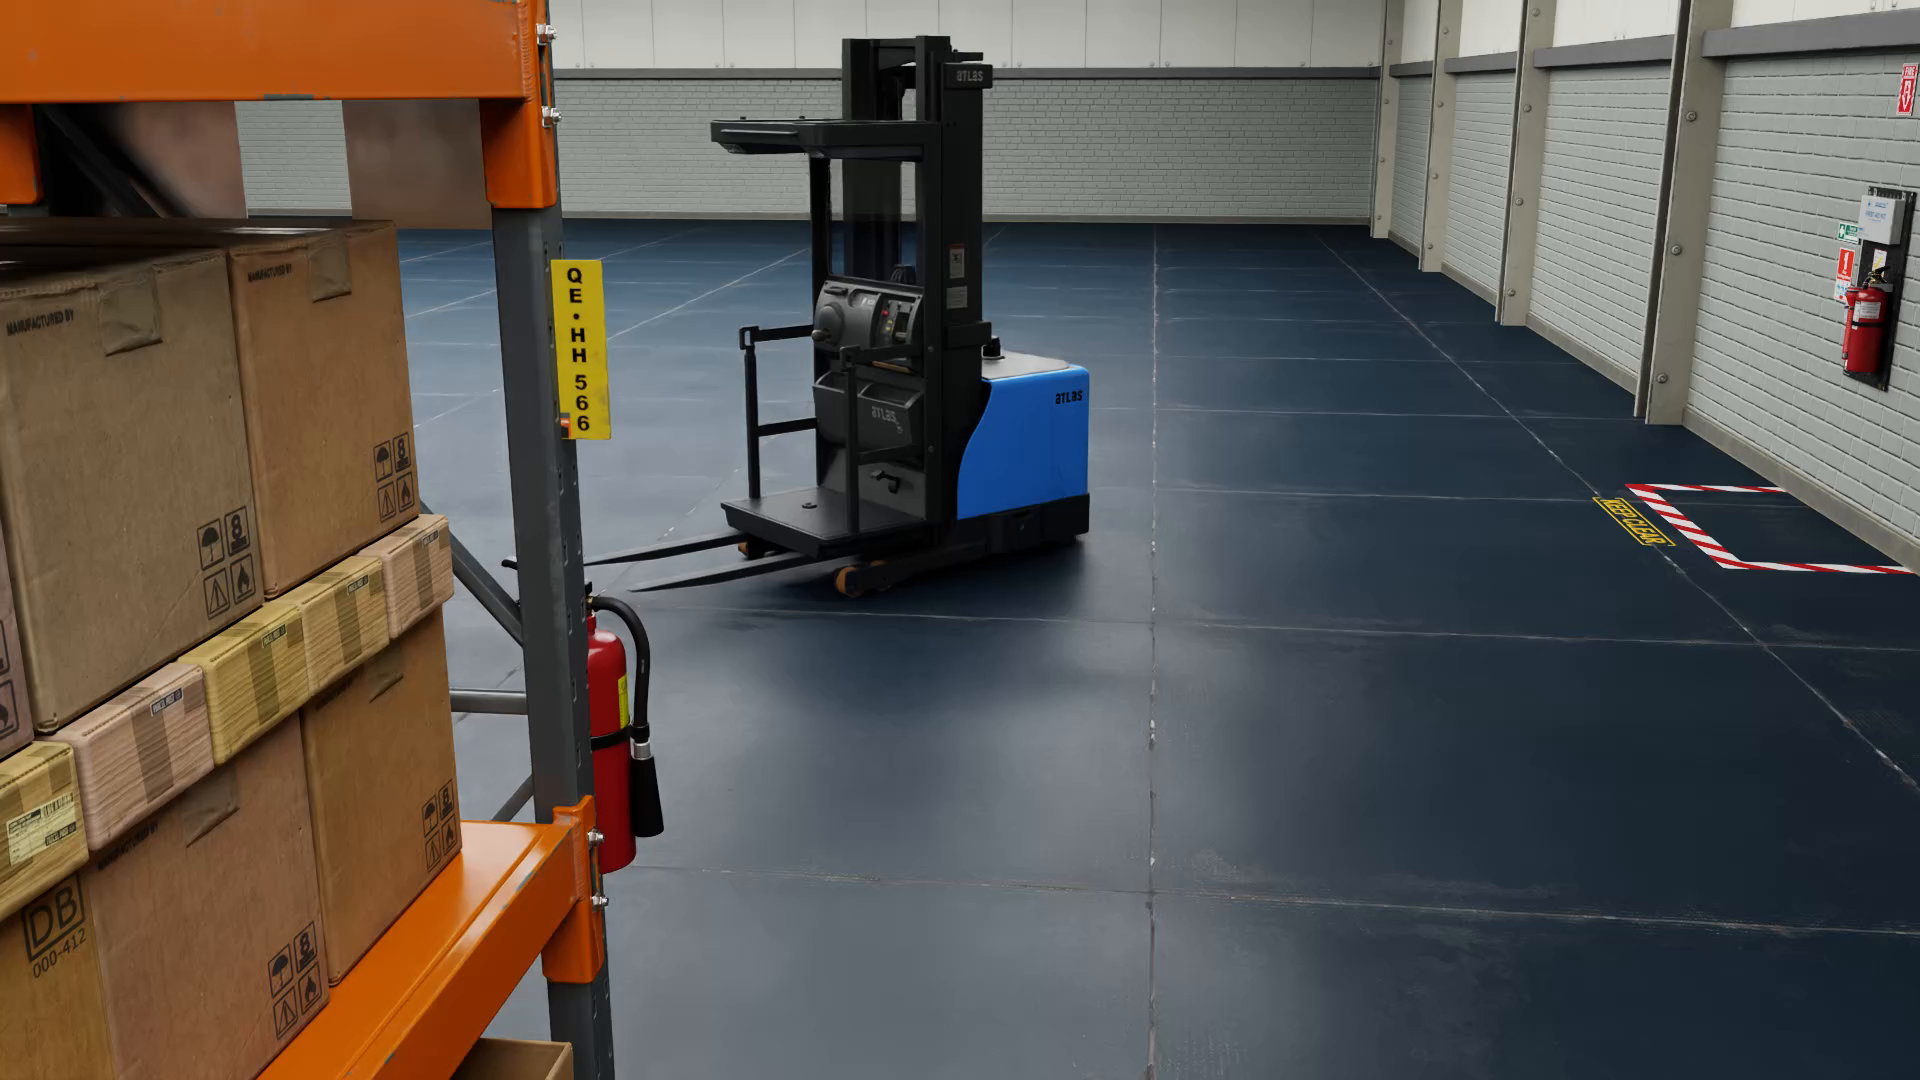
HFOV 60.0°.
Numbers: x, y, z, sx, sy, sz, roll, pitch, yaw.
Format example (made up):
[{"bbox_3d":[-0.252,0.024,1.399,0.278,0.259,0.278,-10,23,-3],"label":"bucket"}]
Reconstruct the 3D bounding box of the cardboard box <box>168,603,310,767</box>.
[{"bbox_3d":[-1.137,0.189,2.283,0.380,0.149,0.250,1,15,5],"label":"cardboard box"}]

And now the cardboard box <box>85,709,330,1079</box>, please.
[{"bbox_3d":[-1.346,0.520,2.301,0.700,0.500,0.500,2,15,8],"label":"cardboard box"}]

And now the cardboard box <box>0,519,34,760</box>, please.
[{"bbox_3d":[-1.407,0.038,1.596,0.700,0.500,0.500,2,15,6],"label":"cardboard box"}]

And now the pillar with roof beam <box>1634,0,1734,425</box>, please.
[{"bbox_3d":[1.553,-5.472,13.159,9.100,9.000,0.400,2,15,6],"label":"pillar with roof beam"}]

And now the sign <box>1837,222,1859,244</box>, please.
[{"bbox_3d":[5.626,-1.945,10.526,0.001,0.109,0.331,2,15,6],"label":"sign"}]

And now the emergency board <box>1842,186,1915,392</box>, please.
[{"bbox_3d":[5.471,-1.533,10.084,0.194,1.169,0.643,2,15,6],"label":"emergency board"}]

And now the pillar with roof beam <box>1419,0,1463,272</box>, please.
[{"bbox_3d":[2.908,-8.584,24.669,9.100,9.000,0.400,2,15,6],"label":"pillar with roof beam"}]

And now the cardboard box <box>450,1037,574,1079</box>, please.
[{"bbox_3d":[-0.991,1.222,2.924,0.500,0.500,0.500,2,15,6],"label":"cardboard box"}]

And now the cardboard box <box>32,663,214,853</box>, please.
[{"bbox_3d":[-1.167,0.254,2.042,0.380,0.149,0.250,2,15,7],"label":"cardboard box"}]

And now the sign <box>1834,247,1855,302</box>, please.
[{"bbox_3d":[5.636,-1.690,10.598,0.001,0.329,0.234,2,15,6],"label":"sign"}]

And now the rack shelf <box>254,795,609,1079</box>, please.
[{"bbox_3d":[-1.452,1.177,1.440,1.077,0.370,4.000,2,15,6],"label":"rack shelf"}]

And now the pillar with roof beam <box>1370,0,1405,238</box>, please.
[{"bbox_3d":[3.585,-10.140,30.424,9.100,9.000,0.400,2,15,6],"label":"pillar with roof beam"}]

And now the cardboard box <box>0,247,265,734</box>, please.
[{"bbox_3d":[-1.351,-0.092,2.080,0.700,0.500,0.500,1,15,5],"label":"cardboard box"}]

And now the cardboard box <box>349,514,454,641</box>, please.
[{"bbox_3d":[-1.080,0.055,2.779,0.380,0.149,0.250,1,15,5],"label":"cardboard box"}]

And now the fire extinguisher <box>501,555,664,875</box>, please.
[{"bbox_3d":[-0.751,0.332,3.337,0.296,0.674,0.183,2,15,6],"label":"fire extinguisher"}]

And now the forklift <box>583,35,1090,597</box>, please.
[{"bbox_3d":[-0.680,-1.259,9.202,3.031,2.935,1.130,-12,19,-37],"label":"forklift"}]

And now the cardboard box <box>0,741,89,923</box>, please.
[{"bbox_3d":[-1.197,0.322,1.790,0.380,0.149,0.250,2,15,8],"label":"cardboard box"}]

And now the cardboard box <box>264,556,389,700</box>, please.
[{"bbox_3d":[-1.108,0.123,2.528,0.380,0.149,0.250,2,15,8],"label":"cardboard box"}]

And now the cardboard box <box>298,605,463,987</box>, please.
[{"bbox_3d":[-1.291,0.384,2.805,0.700,0.500,0.500,2,15,6],"label":"cardboard box"}]

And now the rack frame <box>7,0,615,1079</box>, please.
[{"bbox_3d":[-1.223,0.311,3.264,0.949,2.616,0.053,2,15,6],"label":"rack frame"}]

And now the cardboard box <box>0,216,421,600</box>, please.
[{"bbox_3d":[-1.297,-0.229,2.585,0.700,0.500,0.500,2,15,6],"label":"cardboard box"}]

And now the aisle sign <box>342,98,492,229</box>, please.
[{"bbox_3d":[-0.927,-0.952,2.956,0.394,0.787,0.004,2,15,6],"label":"aisle sign"}]

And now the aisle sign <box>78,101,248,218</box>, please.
[{"bbox_3d":[-1.523,-0.970,3.021,0.394,0.787,0.004,2,15,6],"label":"aisle sign"}]

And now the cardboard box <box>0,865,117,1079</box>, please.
[{"bbox_3d":[-1.408,0.649,1.825,0.700,0.500,0.500,2,15,7],"label":"cardboard box"}]

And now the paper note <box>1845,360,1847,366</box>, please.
[{"bbox_3d":[5.559,-1.151,10.361,0.016,0.148,0.142,2,15,6],"label":"paper note"}]

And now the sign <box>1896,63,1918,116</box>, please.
[{"bbox_3d":[5.571,-2.651,9.778,0.001,0.298,0.199,2,15,6],"label":"sign"}]

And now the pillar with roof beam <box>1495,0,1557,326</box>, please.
[{"bbox_3d":[2.231,-7.028,18.914,9.100,9.000,0.400,2,15,6],"label":"pillar with roof beam"}]

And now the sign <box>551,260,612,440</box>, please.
[{"bbox_3d":[-0.688,-0.342,3.010,0.100,0.325,0.005,2,15,6],"label":"sign"}]

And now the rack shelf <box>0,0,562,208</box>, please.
[{"bbox_3d":[-1.452,-0.271,1.048,1.077,0.370,4.000,2,15,6],"label":"rack shelf"}]
